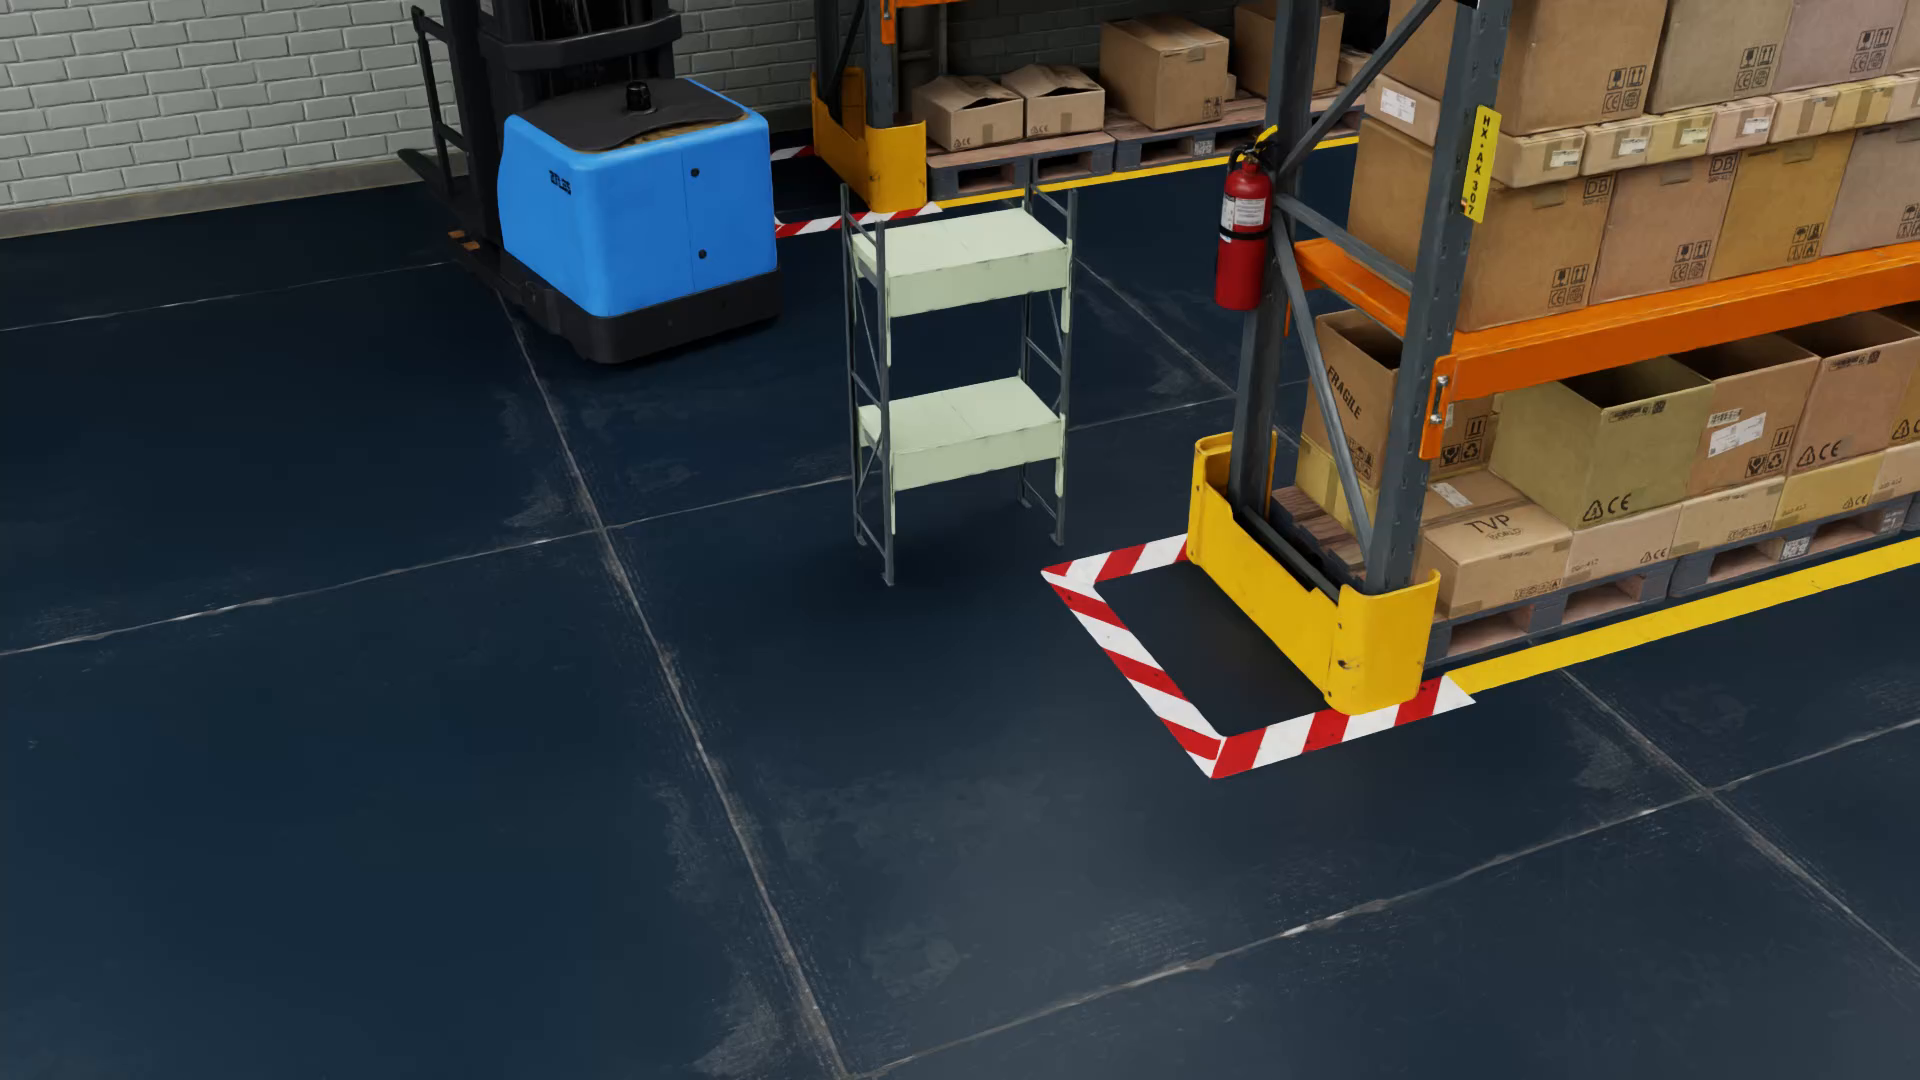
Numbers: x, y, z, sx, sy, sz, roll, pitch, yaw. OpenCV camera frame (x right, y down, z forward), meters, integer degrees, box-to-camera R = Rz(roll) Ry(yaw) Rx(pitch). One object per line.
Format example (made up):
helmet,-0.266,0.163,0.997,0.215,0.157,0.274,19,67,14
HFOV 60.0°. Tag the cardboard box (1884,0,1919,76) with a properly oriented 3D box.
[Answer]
cardboard box,3.185,-1.984,5.767,0.500,0.500,0.700,-13,35,-19

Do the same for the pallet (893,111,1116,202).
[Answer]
pallet,0.204,-2.460,10.337,1.213,0.211,1.003,-13,35,-19

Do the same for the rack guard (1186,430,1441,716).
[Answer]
rack guard,1.270,0.084,6.162,0.348,0.500,1.175,-13,35,-19

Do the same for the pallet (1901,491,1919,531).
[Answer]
pallet,4.231,-0.497,7.321,1.213,0.211,1.003,-13,35,-19

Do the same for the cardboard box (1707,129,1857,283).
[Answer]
cardboard box,2.670,-1.318,5.933,0.500,0.500,0.700,-13,35,-19

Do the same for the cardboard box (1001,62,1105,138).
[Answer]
cardboard box,0.569,-2.737,10.268,0.500,0.311,0.500,-10,34,-15

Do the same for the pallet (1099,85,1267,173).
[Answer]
pallet,1.327,-2.715,10.729,1.213,0.211,1.003,-13,35,-19

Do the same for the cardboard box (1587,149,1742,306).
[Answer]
cardboard box,2.210,-1.216,5.776,0.500,0.500,0.700,-12,35,-18

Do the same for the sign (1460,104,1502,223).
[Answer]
sign,1.501,-1.084,4.799,0.005,0.325,0.100,-13,35,-19

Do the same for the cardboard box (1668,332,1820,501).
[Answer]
cardboard box,2.789,-0.526,6.257,0.500,0.500,0.500,-13,35,-19

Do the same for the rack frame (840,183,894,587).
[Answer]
rack frame,-0.344,-0.550,6.220,0.023,1.500,0.400,-13,35,-19

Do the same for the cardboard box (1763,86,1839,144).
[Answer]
cardboard box,2.688,-1.476,5.581,0.250,0.149,0.380,-14,36,-21

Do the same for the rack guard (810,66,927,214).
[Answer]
rack guard,-0.559,-2.427,10.021,0.348,0.500,1.175,-13,35,-19

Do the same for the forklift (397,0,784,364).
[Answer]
forklift,-2.178,-2.812,8.385,1.130,2.935,3.031,-22,39,-30

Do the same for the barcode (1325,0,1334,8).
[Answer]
barcode,2.468,-3.581,11.098,0.075,0.075,0.001,-13,35,-19

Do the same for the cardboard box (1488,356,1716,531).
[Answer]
cardboard box,2.333,-0.414,6.085,0.500,0.500,0.500,-13,35,-19

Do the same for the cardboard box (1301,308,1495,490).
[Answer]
cardboard box,1.671,-0.569,6.323,0.500,0.500,0.500,-13,35,-19

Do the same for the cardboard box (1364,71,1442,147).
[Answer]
cardboard box,1.570,-1.459,5.555,0.250,0.149,0.380,-13,35,-20

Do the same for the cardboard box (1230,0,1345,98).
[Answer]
cardboard box,2.117,-3.201,10.807,0.500,0.500,0.500,-16,36,-22

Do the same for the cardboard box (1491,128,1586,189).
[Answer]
cardboard box,1.737,-1.257,5.245,0.250,0.149,0.380,-13,35,-19

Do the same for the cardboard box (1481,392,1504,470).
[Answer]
cardboard box,2.128,-0.365,6.697,0.500,0.250,0.500,-13,35,-19

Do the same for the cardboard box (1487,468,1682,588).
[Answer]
cardboard box,2.332,-0.101,6.290,0.500,0.250,0.500,-13,35,-19

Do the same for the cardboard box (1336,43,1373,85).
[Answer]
cardboard box,2.577,-3.172,11.069,0.250,0.166,0.380,-18,37,-25

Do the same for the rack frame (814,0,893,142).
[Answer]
rack frame,-0.629,-3.459,9.315,0.127,3.000,1.000,-13,35,-19

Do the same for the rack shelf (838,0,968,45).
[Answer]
rack shelf,1.215,-3.579,10.160,4.000,0.370,1.077,-13,35,-19

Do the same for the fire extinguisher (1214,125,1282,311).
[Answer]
fire extinguisher,1.003,-1.145,5.830,0.183,0.674,0.296,-13,35,-19

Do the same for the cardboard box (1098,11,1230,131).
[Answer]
cardboard box,1.265,-2.946,10.416,0.500,0.500,0.700,-15,36,-22

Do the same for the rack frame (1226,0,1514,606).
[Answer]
rack frame,1.292,-0.968,5.488,0.127,3.000,1.000,-13,35,-19

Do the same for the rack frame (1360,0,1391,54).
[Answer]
rack frame,3.059,-4.303,10.613,0.127,3.000,1.000,-13,35,-19

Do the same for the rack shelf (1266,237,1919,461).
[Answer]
rack shelf,3.136,-1.089,6.333,4.000,0.370,1.077,-13,35,-19

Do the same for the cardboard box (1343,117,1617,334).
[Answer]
cardboard box,1.727,-1.102,5.602,0.500,0.500,0.700,-13,35,-19

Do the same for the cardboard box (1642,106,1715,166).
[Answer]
cardboard box,2.210,-1.366,5.412,0.250,0.149,0.380,-13,35,-19

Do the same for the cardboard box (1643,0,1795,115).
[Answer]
cardboard box,2.259,-1.771,5.440,0.500,0.500,0.700,-14,36,-20

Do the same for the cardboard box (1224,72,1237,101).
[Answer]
cardboard box,1.576,-2.965,10.767,0.250,0.149,0.380,-16,36,-23

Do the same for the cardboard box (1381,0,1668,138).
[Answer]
cardboard box,1.776,-1.657,5.266,0.500,0.500,0.700,-13,35,-19

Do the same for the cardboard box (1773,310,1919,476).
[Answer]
cardboard box,3.257,-0.623,6.406,0.500,0.500,0.500,-13,35,-19

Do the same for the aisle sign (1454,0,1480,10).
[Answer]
aisle sign,1.350,-1.890,4.521,0.004,0.787,0.394,-13,35,-19

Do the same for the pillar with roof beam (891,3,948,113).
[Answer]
pillar with roof beam,1.348,-4.391,5.248,0.400,9.000,9.100,-13,35,-19

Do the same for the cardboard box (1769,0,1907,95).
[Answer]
cardboard box,2.723,-1.878,5.605,0.500,0.500,0.700,-13,35,-19

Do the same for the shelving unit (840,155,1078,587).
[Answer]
shelving unit,-0.006,-0.627,6.339,0.755,1.500,0.431,-13,35,-19

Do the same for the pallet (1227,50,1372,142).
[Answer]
pallet,2.453,-2.975,11.128,1.213,0.211,1.003,-13,35,-19

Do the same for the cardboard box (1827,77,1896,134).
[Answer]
cardboard box,2.924,-1.530,5.664,0.250,0.149,0.380,-13,35,-20

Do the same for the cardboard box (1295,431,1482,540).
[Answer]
cardboard box,1.672,-0.254,6.526,0.500,0.250,0.500,-13,35,-19

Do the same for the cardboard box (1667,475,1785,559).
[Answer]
cardboard box,2.793,-0.206,6.452,0.500,0.250,0.500,-13,35,-19

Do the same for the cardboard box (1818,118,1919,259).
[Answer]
cardboard box,3.154,-1.431,6.107,0.500,0.500,0.700,-12,35,-18

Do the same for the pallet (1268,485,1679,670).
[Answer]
pallet,1.981,0.018,6.529,1.213,0.211,1.003,-13,35,-19

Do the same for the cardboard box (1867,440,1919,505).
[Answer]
cardboard box,3.717,-0.415,6.774,0.500,0.250,0.500,-13,35,-19

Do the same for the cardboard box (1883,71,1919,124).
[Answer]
cardboard box,3.155,-1.581,5.743,0.250,0.149,0.380,-13,35,-18

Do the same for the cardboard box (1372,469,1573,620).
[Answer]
cardboard box,1.872,0.007,6.125,0.500,0.250,0.500,-13,35,-19

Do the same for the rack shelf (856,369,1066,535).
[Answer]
rack shelf,-0.006,-0.354,6.517,0.720,0.370,0.431,-13,35,-19

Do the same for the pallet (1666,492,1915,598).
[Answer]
pallet,3.104,-0.238,6.922,1.213,0.211,1.003,-13,35,-19

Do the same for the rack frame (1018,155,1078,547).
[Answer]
rack frame,0.331,-0.704,6.458,0.023,1.500,0.400,-13,35,-19

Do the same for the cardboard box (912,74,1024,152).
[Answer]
cardboard box,0.044,-2.617,10.083,0.500,0.311,0.500,-17,37,-24

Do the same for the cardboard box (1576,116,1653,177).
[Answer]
cardboard box,1.979,-1.314,5.332,0.250,0.149,0.380,-14,36,-20

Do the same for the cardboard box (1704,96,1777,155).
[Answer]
cardboard box,2.443,-1.418,5.492,0.250,0.149,0.380,-13,35,-20

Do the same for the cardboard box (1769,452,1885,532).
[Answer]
cardboard box,3.256,-0.309,6.611,0.500,0.250,0.500,-13,35,-19

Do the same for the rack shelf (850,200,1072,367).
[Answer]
rack shelf,-0.006,-0.954,6.126,0.720,0.370,0.431,-13,35,-19

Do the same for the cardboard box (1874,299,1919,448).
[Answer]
cardboard box,3.712,-0.736,6.579,0.500,0.500,0.500,-13,35,-19
